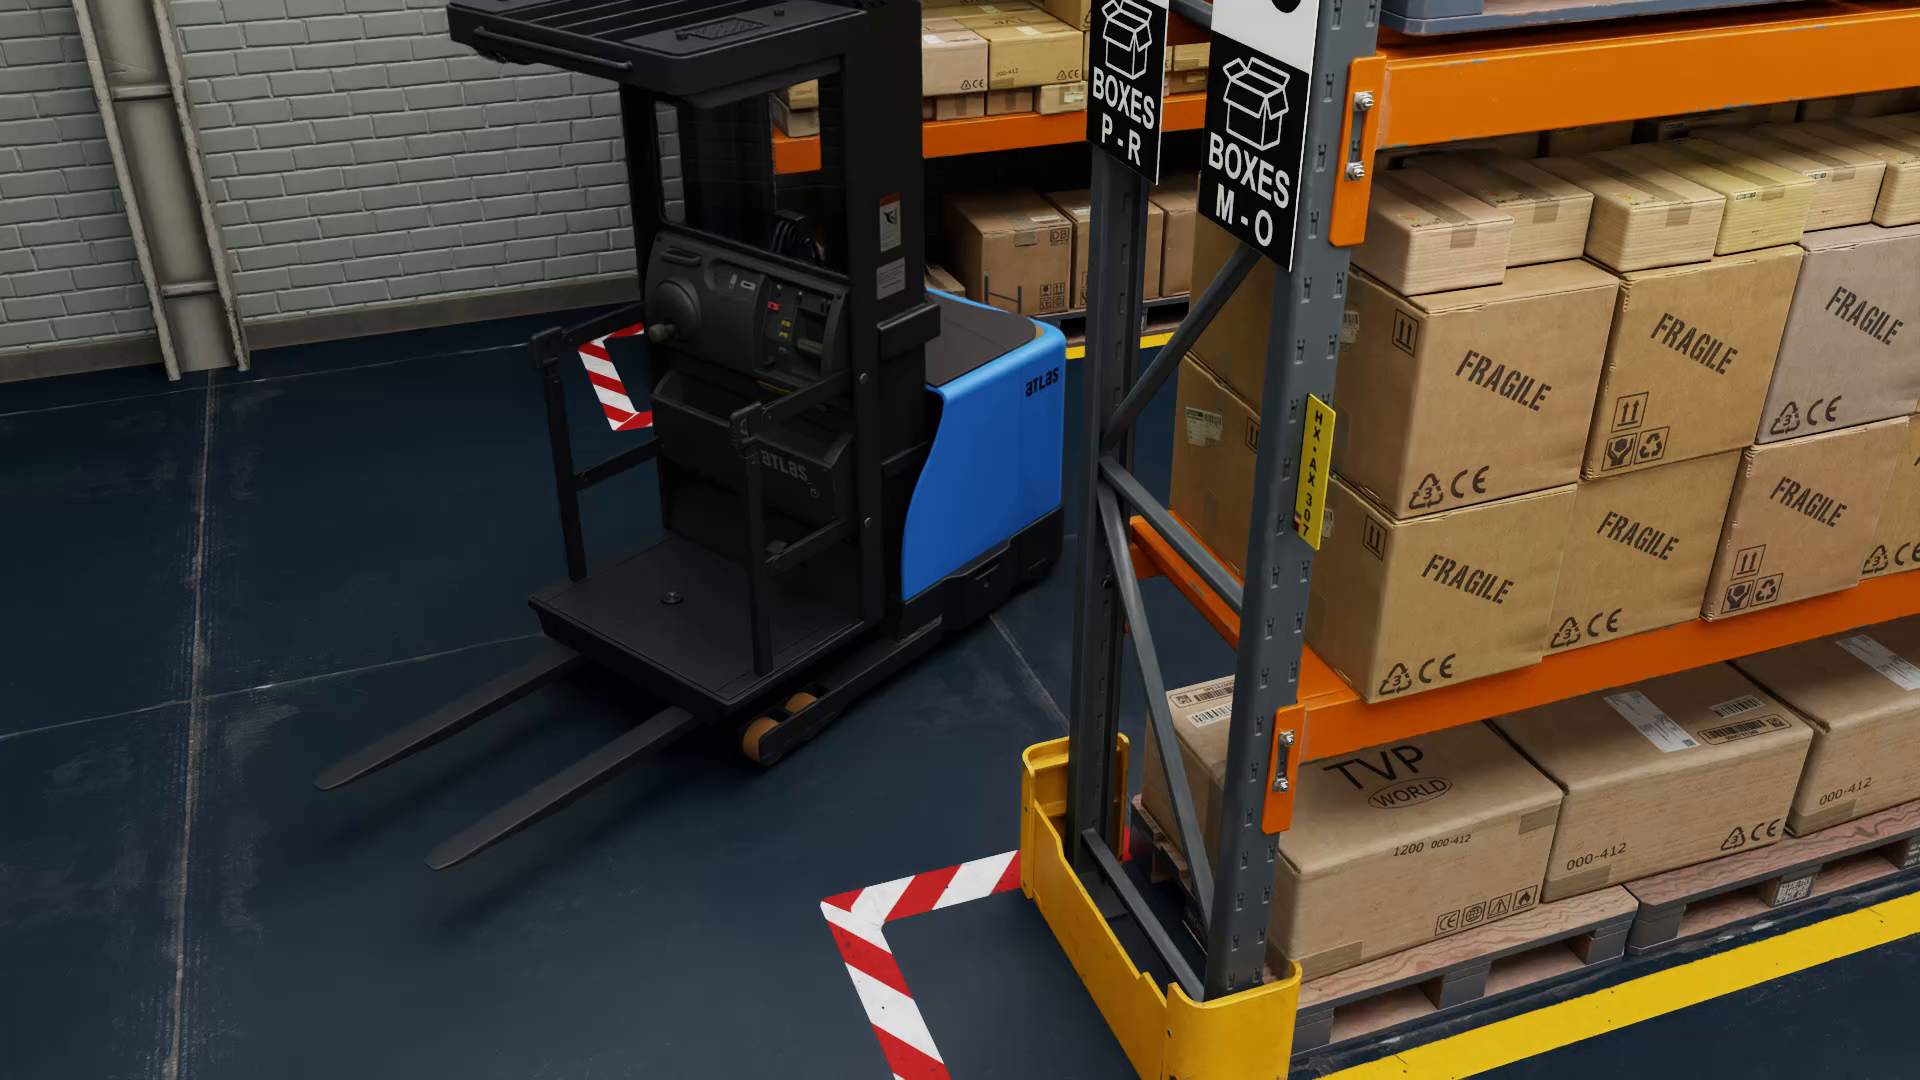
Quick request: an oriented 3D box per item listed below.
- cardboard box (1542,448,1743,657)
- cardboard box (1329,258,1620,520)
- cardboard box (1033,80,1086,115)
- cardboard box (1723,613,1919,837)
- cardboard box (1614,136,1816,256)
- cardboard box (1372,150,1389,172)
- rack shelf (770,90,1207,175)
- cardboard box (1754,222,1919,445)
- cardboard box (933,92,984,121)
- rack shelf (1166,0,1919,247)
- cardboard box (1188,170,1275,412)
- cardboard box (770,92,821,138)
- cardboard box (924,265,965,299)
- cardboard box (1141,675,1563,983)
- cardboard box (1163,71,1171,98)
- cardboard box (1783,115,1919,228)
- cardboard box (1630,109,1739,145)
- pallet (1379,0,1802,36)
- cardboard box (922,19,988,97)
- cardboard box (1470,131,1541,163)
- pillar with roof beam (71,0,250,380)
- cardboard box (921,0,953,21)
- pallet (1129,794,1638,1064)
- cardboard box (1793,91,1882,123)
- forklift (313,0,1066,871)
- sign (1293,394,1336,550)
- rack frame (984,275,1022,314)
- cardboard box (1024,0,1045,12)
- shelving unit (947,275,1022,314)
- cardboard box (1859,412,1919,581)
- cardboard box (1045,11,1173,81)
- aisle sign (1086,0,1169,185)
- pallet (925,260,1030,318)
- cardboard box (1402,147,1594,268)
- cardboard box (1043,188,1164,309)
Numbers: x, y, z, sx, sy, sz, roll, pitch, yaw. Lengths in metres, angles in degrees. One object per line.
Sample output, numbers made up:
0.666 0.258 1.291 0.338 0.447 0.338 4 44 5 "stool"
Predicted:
1.574 -0.082 4.264 0.500 0.500 0.500 -11 31 -18 "cardboard box"
1.109 -0.418 3.842 0.500 0.500 0.500 -11 32 -19 "cardboard box"
0.454 -2.311 8.530 0.250 0.149 0.380 -11 32 -19 "cardboard box"
2.844 0.465 5.568 0.875 0.438 0.875 -11 32 -19 "cardboard box"
1.734 -0.805 3.867 0.250 0.149 0.380 -11 32 -19 "cardboard box"
0.826 -0.904 4.040 0.250 0.149 0.380 -10 31 -17 "cardboard box"
0.700 -2.324 9.026 4.000 0.370 1.077 -10 31 -18 "rack shelf"
2.070 -0.603 4.166 0.500 0.500 0.500 -11 31 -18 "cardboard box"
-0.056 -2.254 8.429 0.250 0.149 0.380 -9 31 -16 "cardboard box"
2.434 -1.325 4.242 4.000 0.370 1.077 -10 31 -18 "rack shelf"
0.928 -0.661 4.268 0.500 0.500 0.500 -9 31 -16 "cardboard box"
-0.771 -2.112 8.180 0.250 0.149 0.380 -11 31 -18 "cardboard box"
-0.157 -1.352 9.049 0.250 0.149 0.380 -12 32 -20 "cardboard box"
1.143 0.781 5.012 0.875 0.438 0.875 -12 32 -19 "cardboard box"
0.911 -2.442 8.761 0.250 0.149 0.380 -11 31 -18 "cardboard box"
2.210 -0.899 4.031 0.250 0.149 0.380 -10 31 -17 "cardboard box"
1.788 -1.079 4.347 0.250 0.149 0.380 -11 31 -18 "cardboard box"
1.251 -1.387 3.713 1.213 0.211 1.003 -10 31 -18 "pallet"
-0.183 -2.396 8.276 0.500 0.250 0.500 -10 31 -17 "cardboard box"
1.268 -1.042 4.283 0.250 0.149 0.380 -11 31 -18 "cardboard box"
-2.515 -2.853 3.168 0.400 9.000 9.100 -10 31 -18 "pillar with roof beam"
-0.352 -2.646 8.716 0.500 0.250 0.500 -10 31 -17 "cardboard box"
1.282 1.048 5.197 1.213 0.211 1.003 -10 31 -18 "pallet"
2.255 -1.186 4.535 0.250 0.149 0.380 -9 31 -16 "cardboard box"
-0.889 -0.761 5.625 1.130 2.935 3.031 22 36 33 "forklift"
0.747 -0.141 3.513 0.005 0.325 0.100 -10 31 -18 "sign"
0.183 -0.643 7.319 0.200 1.050 0.008 23 37 34 "rack frame"
0.603 -2.820 9.020 0.500 0.250 0.500 -10 31 -18 "cardboard box"
0.103 -0.597 7.238 0.215 1.050 0.252 23 37 34 "shelving unit"
2.521 -0.256 4.568 0.500 0.500 0.500 -9 31 -16 "cardboard box"
0.763 -2.583 8.605 0.500 0.250 0.500 -11 32 -19 "cardboard box"
0.384 -1.250 3.788 0.004 0.787 0.394 -10 31 -18 "aisle sign"
-0.357 -1.231 9.197 1.213 0.211 1.003 -10 31 -18 "pallet"
1.210 -0.760 3.787 0.250 0.149 0.380 -10 31 -16 "cardboard box"
0.777 -1.624 9.171 0.500 0.500 0.500 -10 31 -17 "cardboard box"
